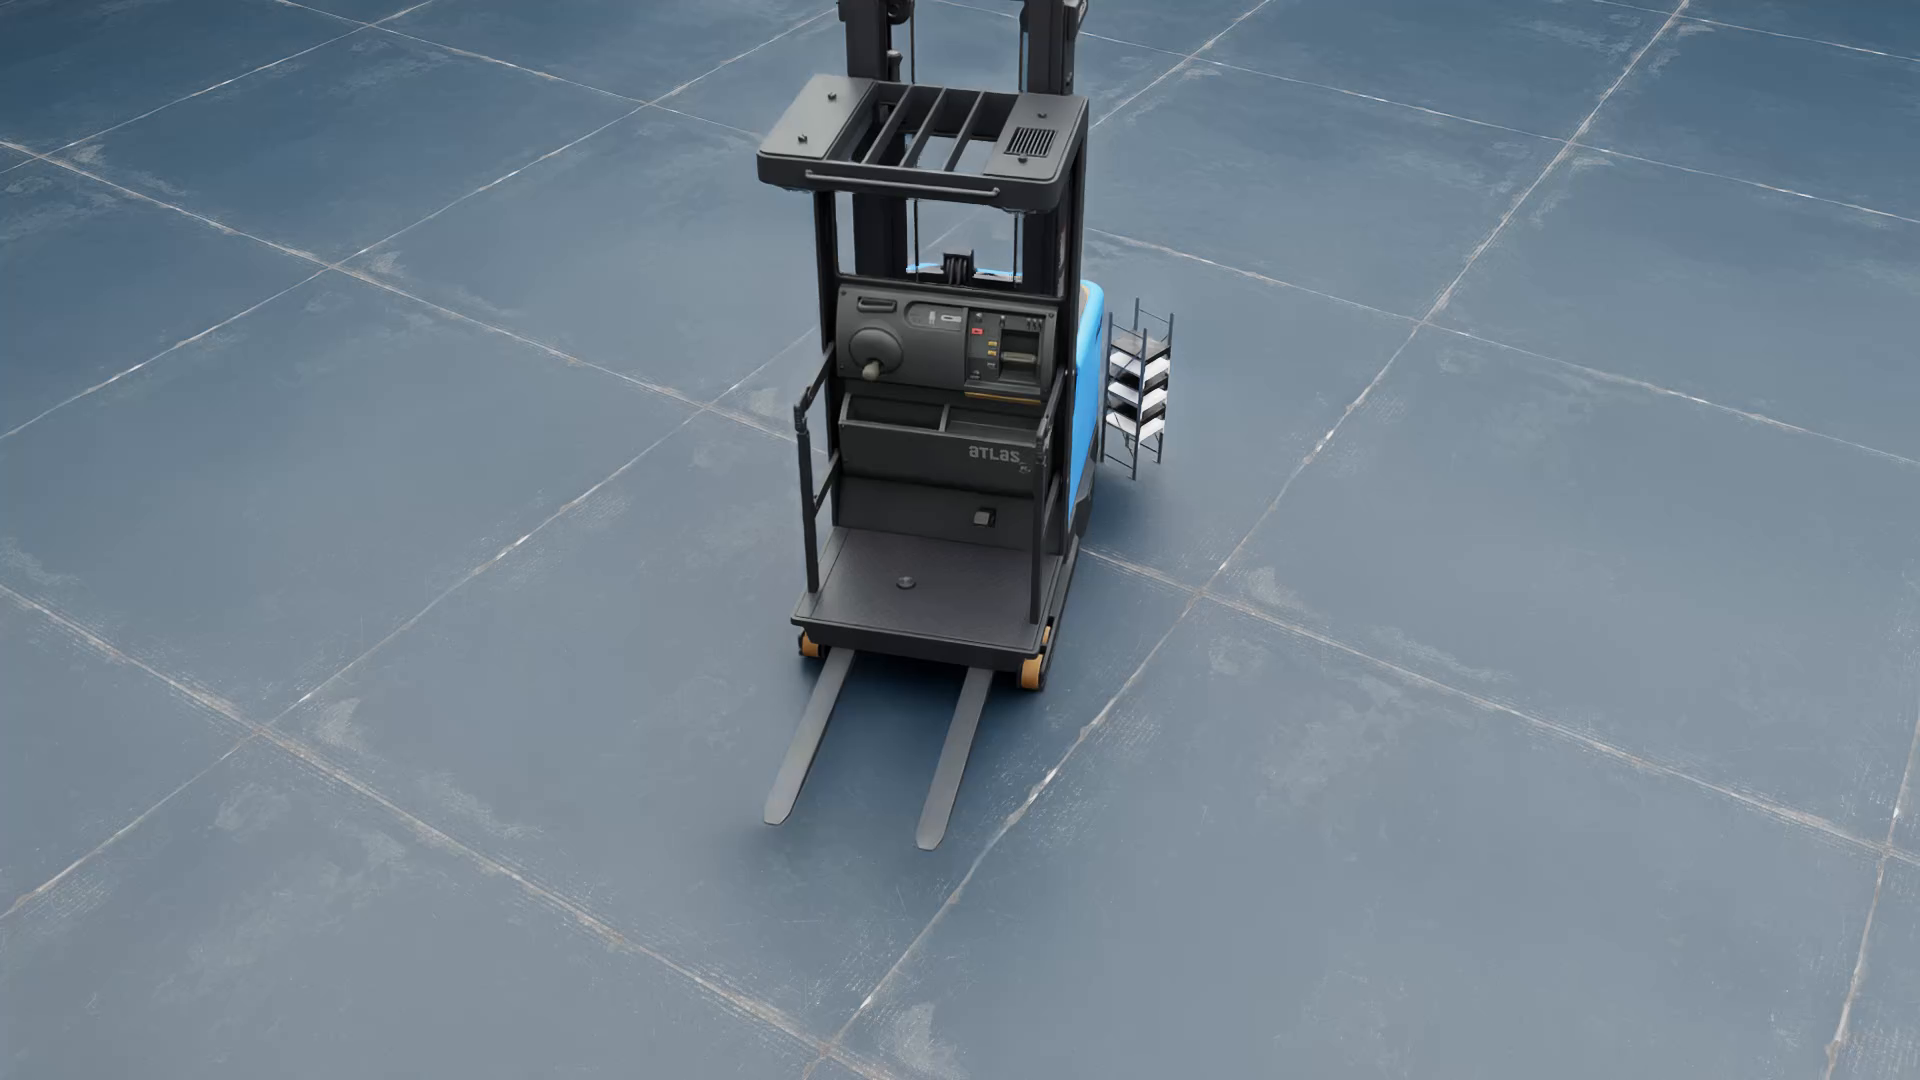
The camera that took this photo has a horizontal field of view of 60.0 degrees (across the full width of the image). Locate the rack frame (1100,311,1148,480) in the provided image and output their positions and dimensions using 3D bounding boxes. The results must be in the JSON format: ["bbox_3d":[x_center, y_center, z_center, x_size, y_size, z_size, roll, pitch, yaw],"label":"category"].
[{"bbox_3d":[0.821,-0.716,8.381,0.240,0.900,0.006,31,47,34],"label":"rack frame"}]

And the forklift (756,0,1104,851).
[{"bbox_3d":[-0.105,-0.753,6.766,1.130,2.935,3.031,8,38,10],"label":"forklift"}]

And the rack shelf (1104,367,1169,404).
[{"bbox_3d":[0.892,-0.805,8.403,0.258,0.077,0.200,31,47,34],"label":"rack shelf"}]

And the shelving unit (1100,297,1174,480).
[{"bbox_3d":[0.892,-0.760,8.438,0.258,0.900,0.210,31,47,34],"label":"shelving unit"}]

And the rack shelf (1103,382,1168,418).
[{"bbox_3d":[0.892,-0.733,8.458,0.258,0.077,0.200,31,47,34],"label":"rack shelf"}]

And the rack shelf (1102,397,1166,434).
[{"bbox_3d":[0.892,-0.662,8.513,0.258,0.077,0.200,31,47,34],"label":"rack shelf"}]

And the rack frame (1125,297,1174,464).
[{"bbox_3d":[0.964,-0.804,8.495,0.240,0.900,0.006,31,47,34],"label":"rack frame"}]

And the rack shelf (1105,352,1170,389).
[{"bbox_3d":[0.892,-0.876,8.348,0.258,0.077,0.200,31,47,34],"label":"rack shelf"}]

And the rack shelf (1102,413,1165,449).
[{"bbox_3d":[0.892,-0.591,8.568,0.258,0.077,0.200,31,47,34],"label":"rack shelf"}]

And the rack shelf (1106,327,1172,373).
[{"bbox_3d":[0.892,-0.947,8.293,0.258,0.077,0.200,31,47,34],"label":"rack shelf"}]
